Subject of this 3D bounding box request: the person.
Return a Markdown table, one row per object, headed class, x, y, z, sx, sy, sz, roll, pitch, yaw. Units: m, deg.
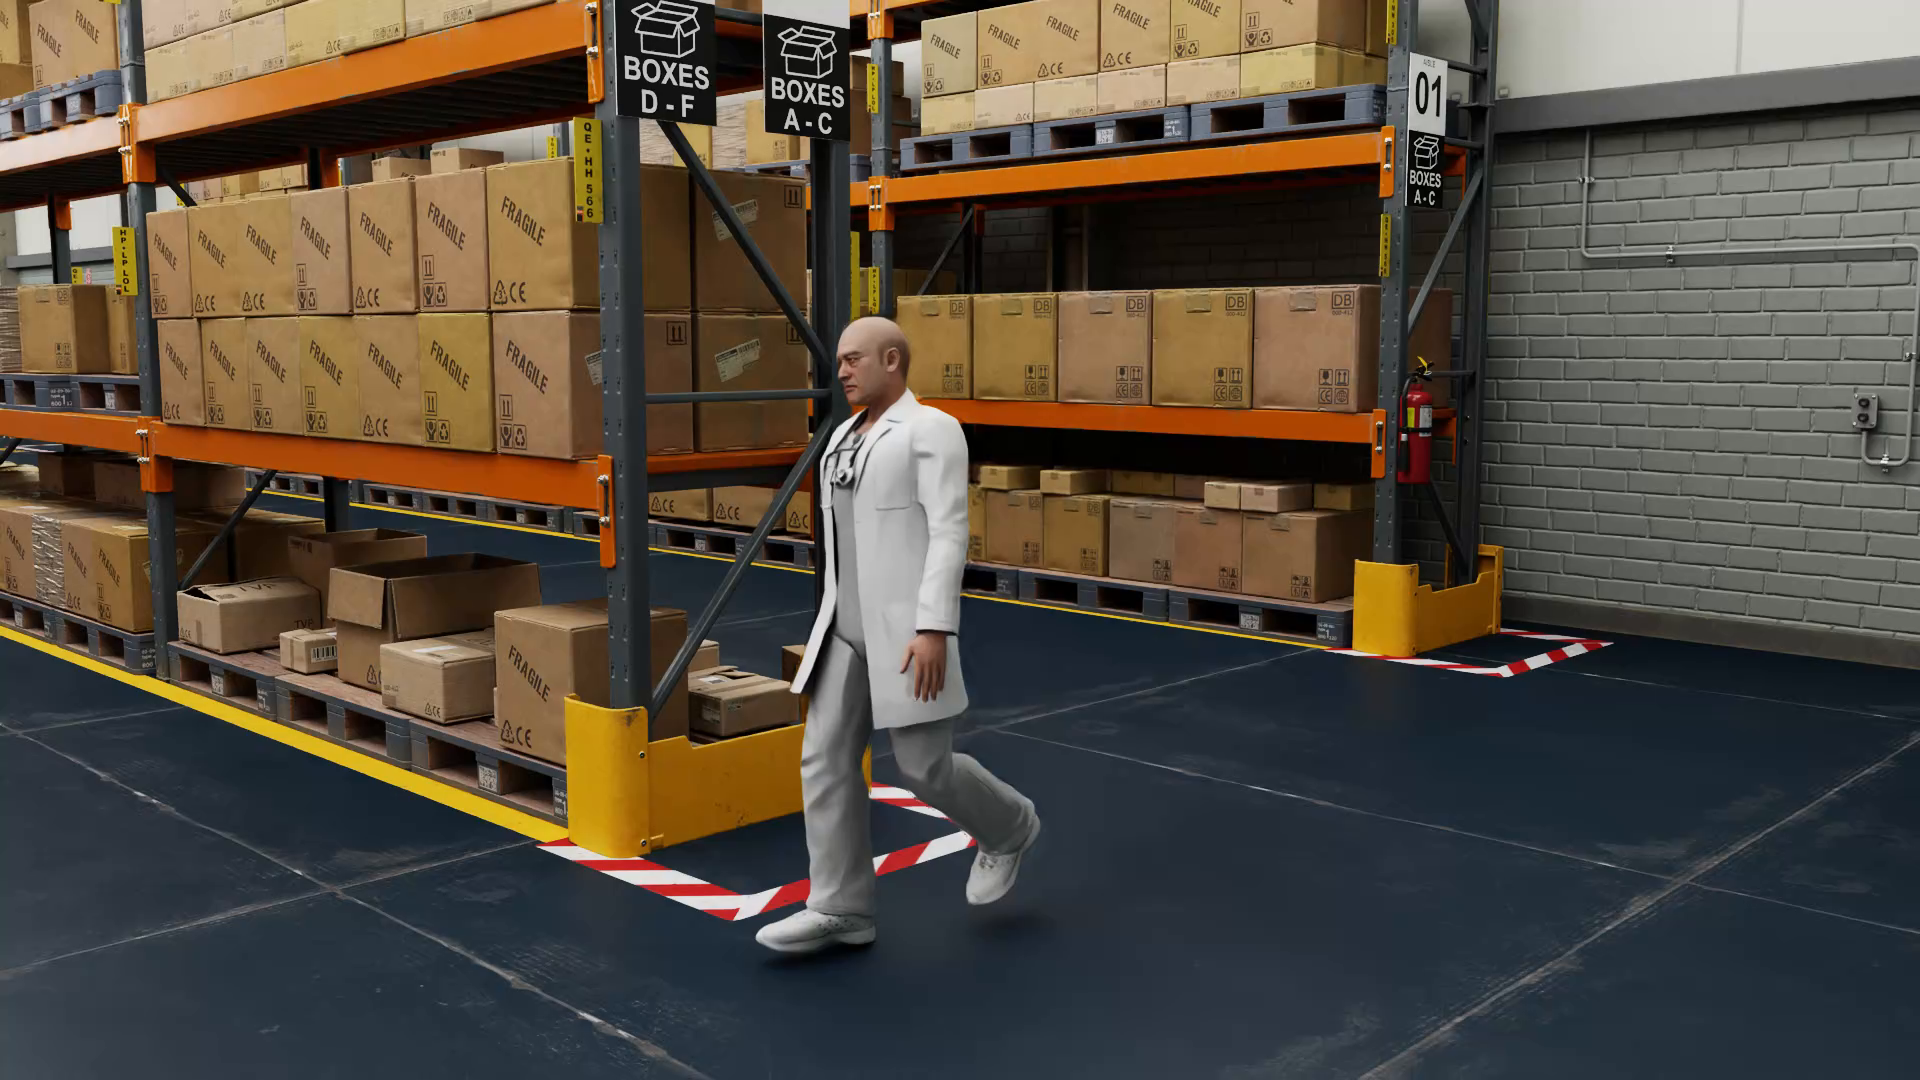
| class | x | y | z | sx | sy | sz | roll | pitch | yaw |
| --- | --- | --- | --- | --- | --- | --- | --- | --- | --- |
| person | -0.165 | 0.250 | 4.701 | 0.941 | 1.749 | 0.628 | -6 | 9 | -43 |
